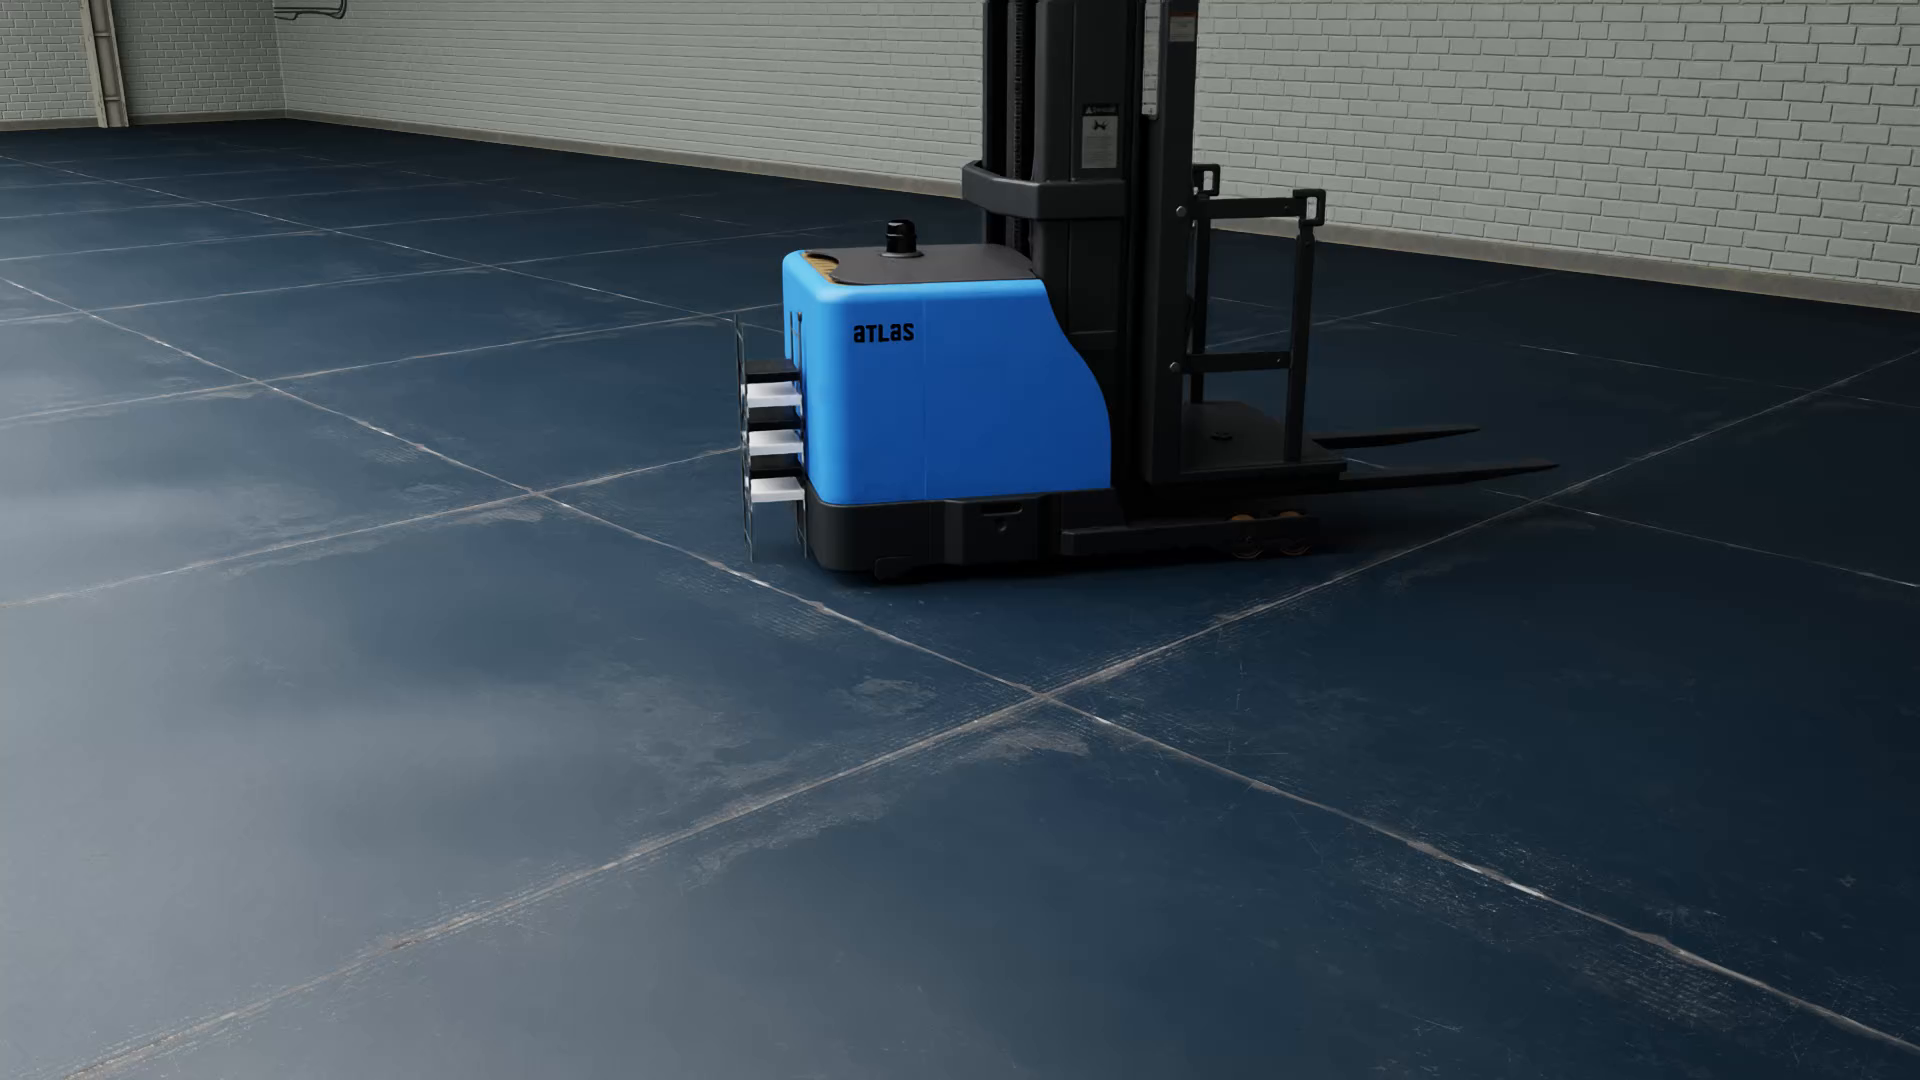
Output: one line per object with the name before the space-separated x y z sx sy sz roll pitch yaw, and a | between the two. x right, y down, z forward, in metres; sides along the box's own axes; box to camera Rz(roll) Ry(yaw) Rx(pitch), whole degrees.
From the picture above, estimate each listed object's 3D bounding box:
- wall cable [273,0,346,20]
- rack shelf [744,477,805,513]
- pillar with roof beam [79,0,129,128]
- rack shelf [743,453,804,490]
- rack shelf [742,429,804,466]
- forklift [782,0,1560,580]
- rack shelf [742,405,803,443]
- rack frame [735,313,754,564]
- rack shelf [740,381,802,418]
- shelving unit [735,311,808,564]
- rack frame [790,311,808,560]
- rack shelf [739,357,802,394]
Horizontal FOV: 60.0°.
wall cable | -11.114 -10.053 27.935 0.112 2.526 3.097 -16 24 -41
rack shelf | -0.703 -0.179 6.270 0.200 0.077 0.258 -4 18 -13
pillar with roof beam | -11.205 -10.237 23.469 0.400 9.000 9.100 -16 24 -41
rack shelf | -0.703 -0.265 6.243 0.200 0.077 0.258 -4 18 -13
rack shelf | -0.703 -0.351 6.215 0.200 0.077 0.258 -4 18 -13
forklift | 0.868 -1.475 6.280 3.031 2.935 1.130 -4 18 -13
rack shelf | -0.703 -0.436 6.187 0.200 0.077 0.258 -4 18 -13
rack frame | -0.802 -0.375 6.182 0.006 0.900 0.240 -4 18 -13
rack shelf | -0.703 -0.522 6.159 0.200 0.077 0.258 -4 18 -13
shelving unit | -0.703 -0.382 6.205 0.210 0.900 0.258 -4 18 -13
rack frame | -0.604 -0.390 6.227 0.006 0.900 0.240 -4 18 -13
rack shelf | -0.703 -0.607 6.132 0.200 0.077 0.258 -4 18 -13
